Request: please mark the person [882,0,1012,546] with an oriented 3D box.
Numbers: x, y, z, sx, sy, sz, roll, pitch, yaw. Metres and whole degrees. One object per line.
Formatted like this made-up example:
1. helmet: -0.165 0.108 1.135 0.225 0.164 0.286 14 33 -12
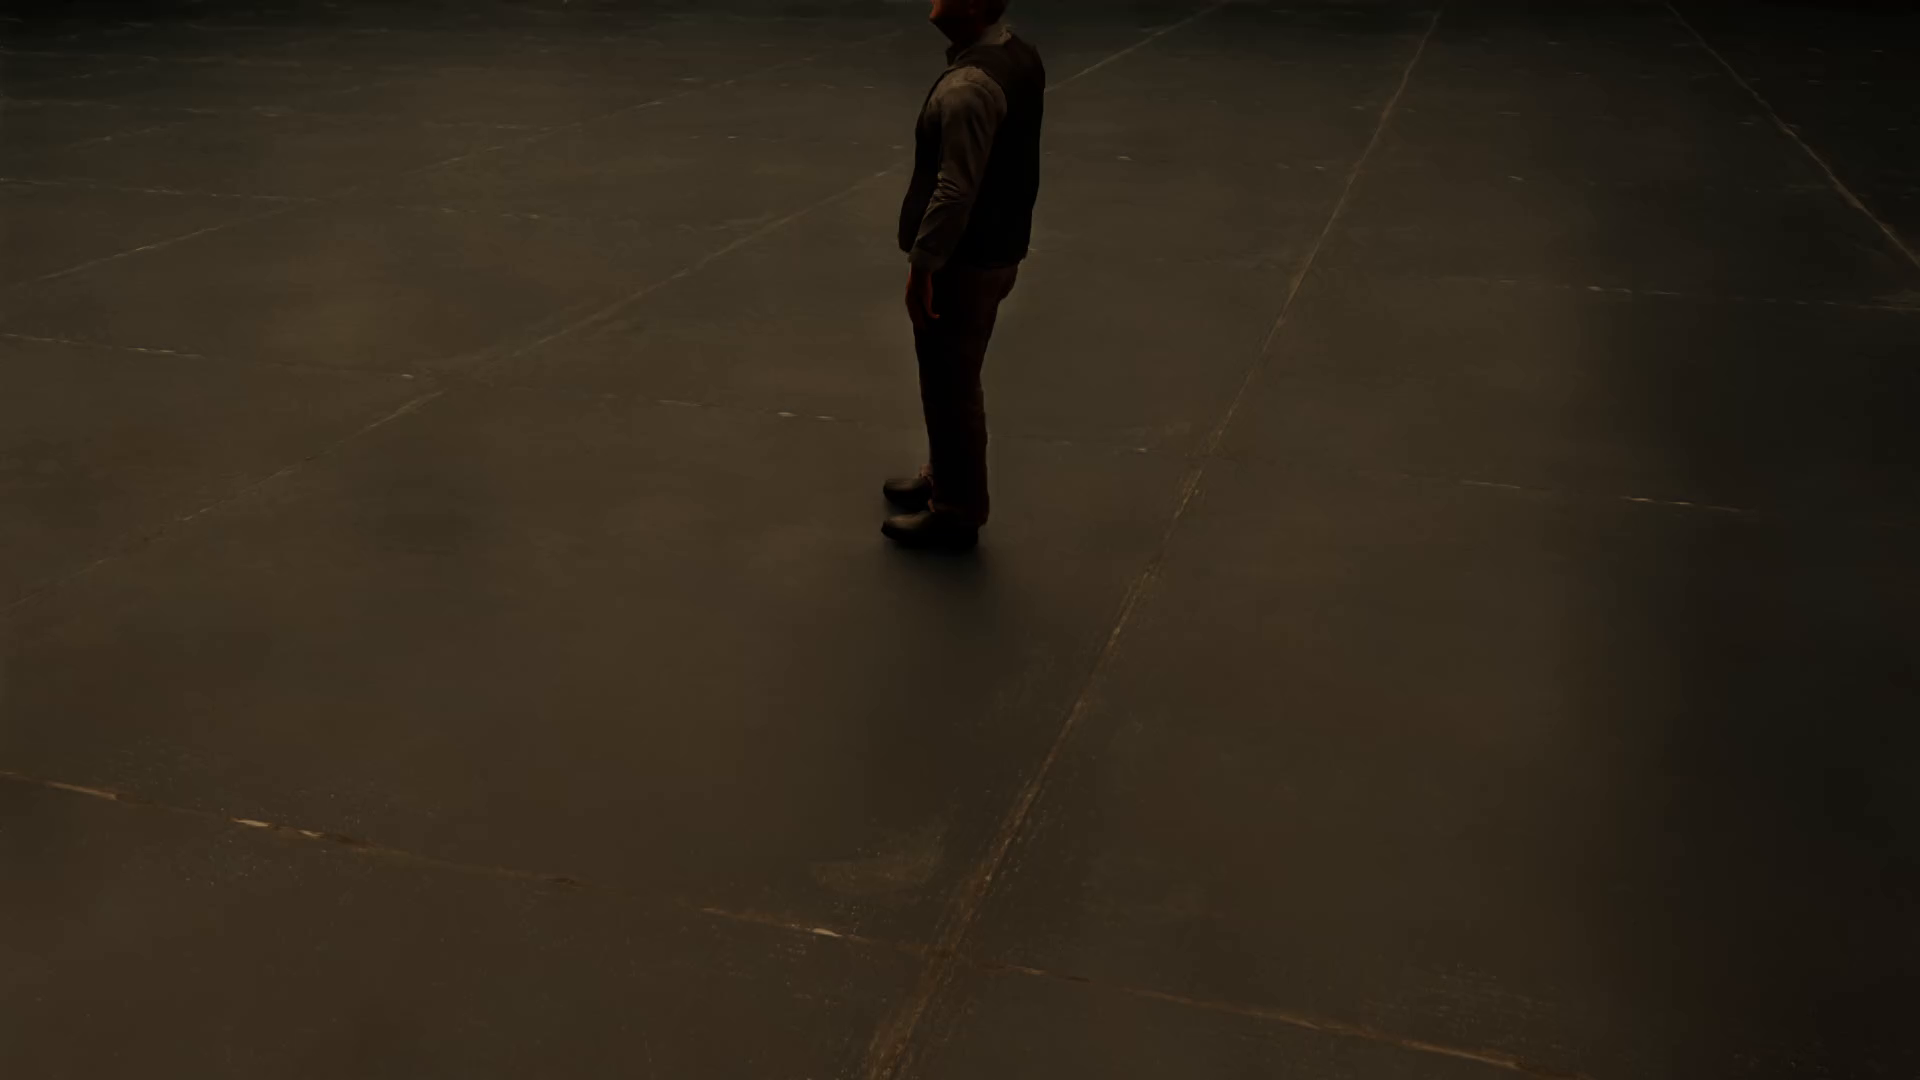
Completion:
1. person: -0.065 -0.813 4.816 0.551 1.720 0.632 7 23 16
